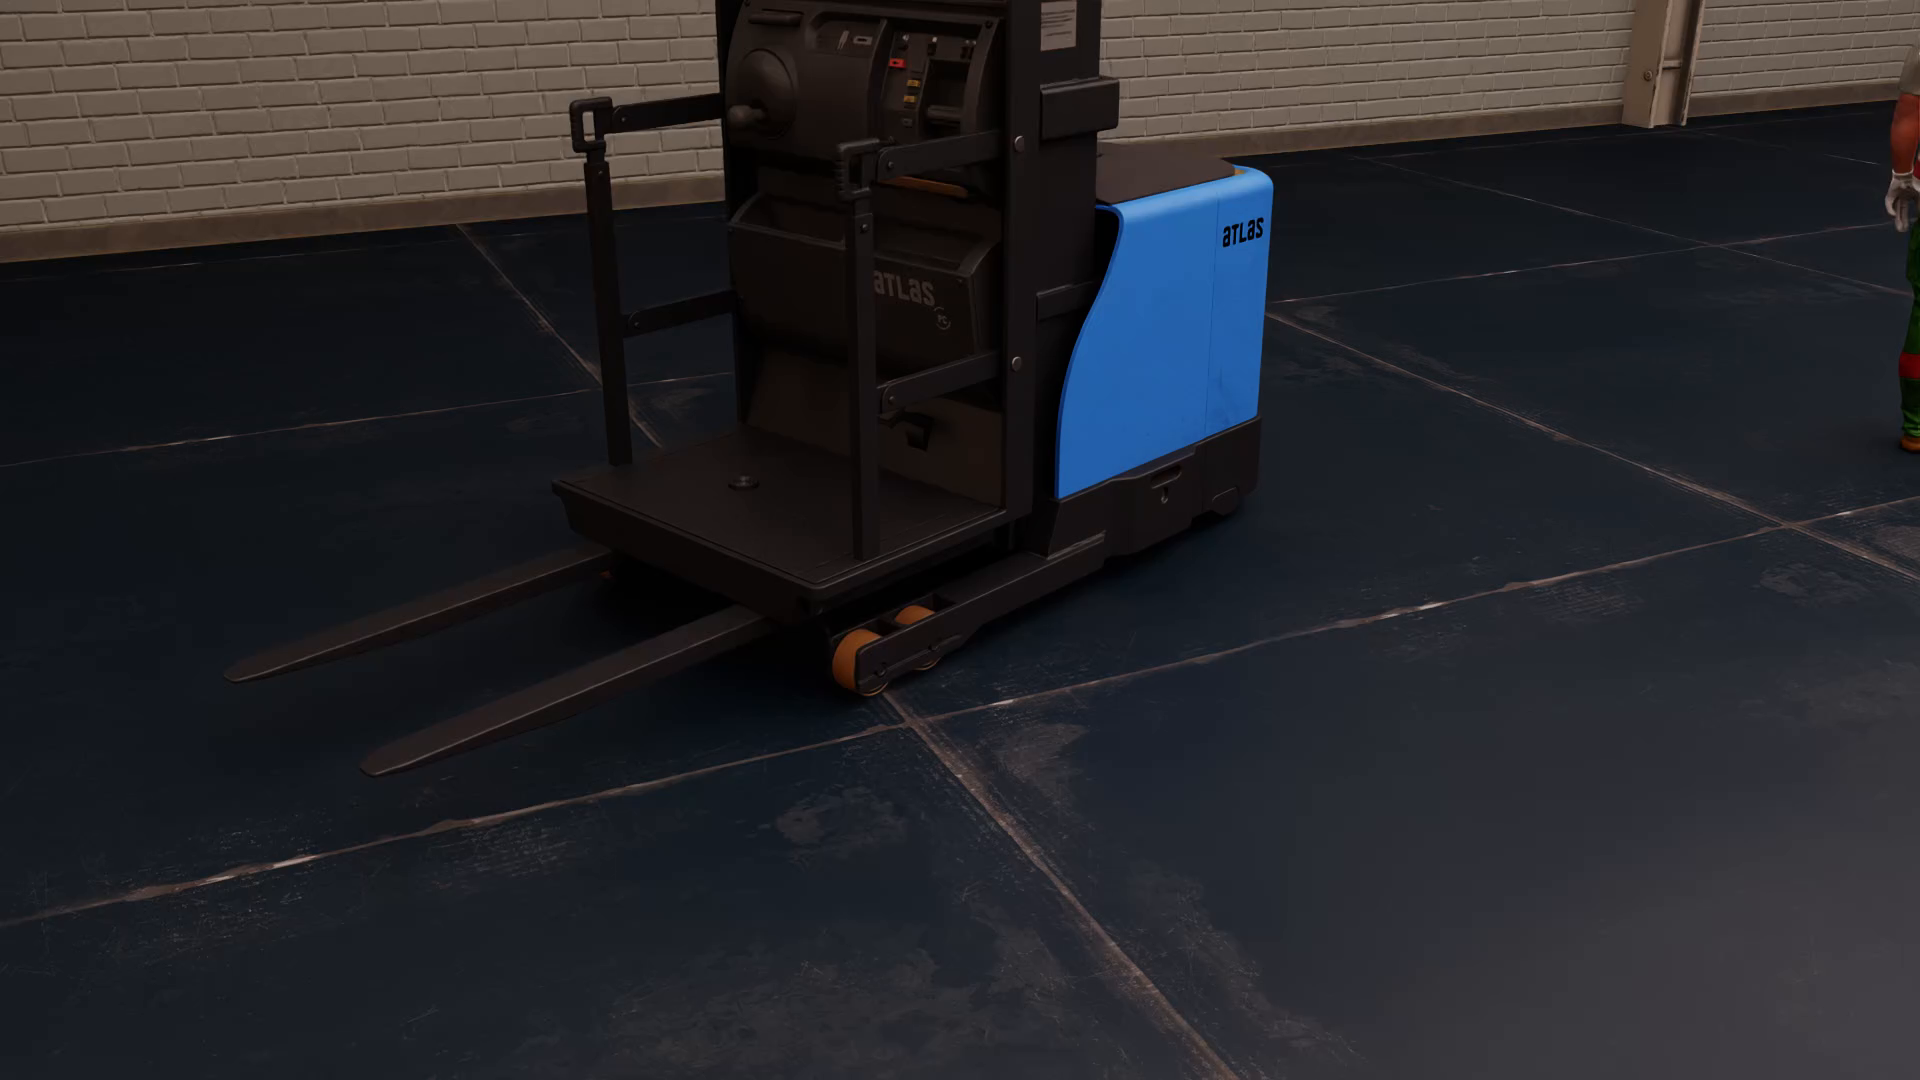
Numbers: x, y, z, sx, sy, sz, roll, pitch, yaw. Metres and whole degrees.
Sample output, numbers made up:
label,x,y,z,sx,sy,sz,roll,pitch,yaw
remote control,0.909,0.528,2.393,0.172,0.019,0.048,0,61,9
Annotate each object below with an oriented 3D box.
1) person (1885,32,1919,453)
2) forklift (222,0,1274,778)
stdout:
label,x,y,z,sx,sy,sz,roll,pitch,yaw
person,3.446,-1.156,5.542,0.552,1.790,0.637,-15,27,-32
forklift,-0.413,-1.182,4.131,1.130,2.935,3.031,19,29,39
